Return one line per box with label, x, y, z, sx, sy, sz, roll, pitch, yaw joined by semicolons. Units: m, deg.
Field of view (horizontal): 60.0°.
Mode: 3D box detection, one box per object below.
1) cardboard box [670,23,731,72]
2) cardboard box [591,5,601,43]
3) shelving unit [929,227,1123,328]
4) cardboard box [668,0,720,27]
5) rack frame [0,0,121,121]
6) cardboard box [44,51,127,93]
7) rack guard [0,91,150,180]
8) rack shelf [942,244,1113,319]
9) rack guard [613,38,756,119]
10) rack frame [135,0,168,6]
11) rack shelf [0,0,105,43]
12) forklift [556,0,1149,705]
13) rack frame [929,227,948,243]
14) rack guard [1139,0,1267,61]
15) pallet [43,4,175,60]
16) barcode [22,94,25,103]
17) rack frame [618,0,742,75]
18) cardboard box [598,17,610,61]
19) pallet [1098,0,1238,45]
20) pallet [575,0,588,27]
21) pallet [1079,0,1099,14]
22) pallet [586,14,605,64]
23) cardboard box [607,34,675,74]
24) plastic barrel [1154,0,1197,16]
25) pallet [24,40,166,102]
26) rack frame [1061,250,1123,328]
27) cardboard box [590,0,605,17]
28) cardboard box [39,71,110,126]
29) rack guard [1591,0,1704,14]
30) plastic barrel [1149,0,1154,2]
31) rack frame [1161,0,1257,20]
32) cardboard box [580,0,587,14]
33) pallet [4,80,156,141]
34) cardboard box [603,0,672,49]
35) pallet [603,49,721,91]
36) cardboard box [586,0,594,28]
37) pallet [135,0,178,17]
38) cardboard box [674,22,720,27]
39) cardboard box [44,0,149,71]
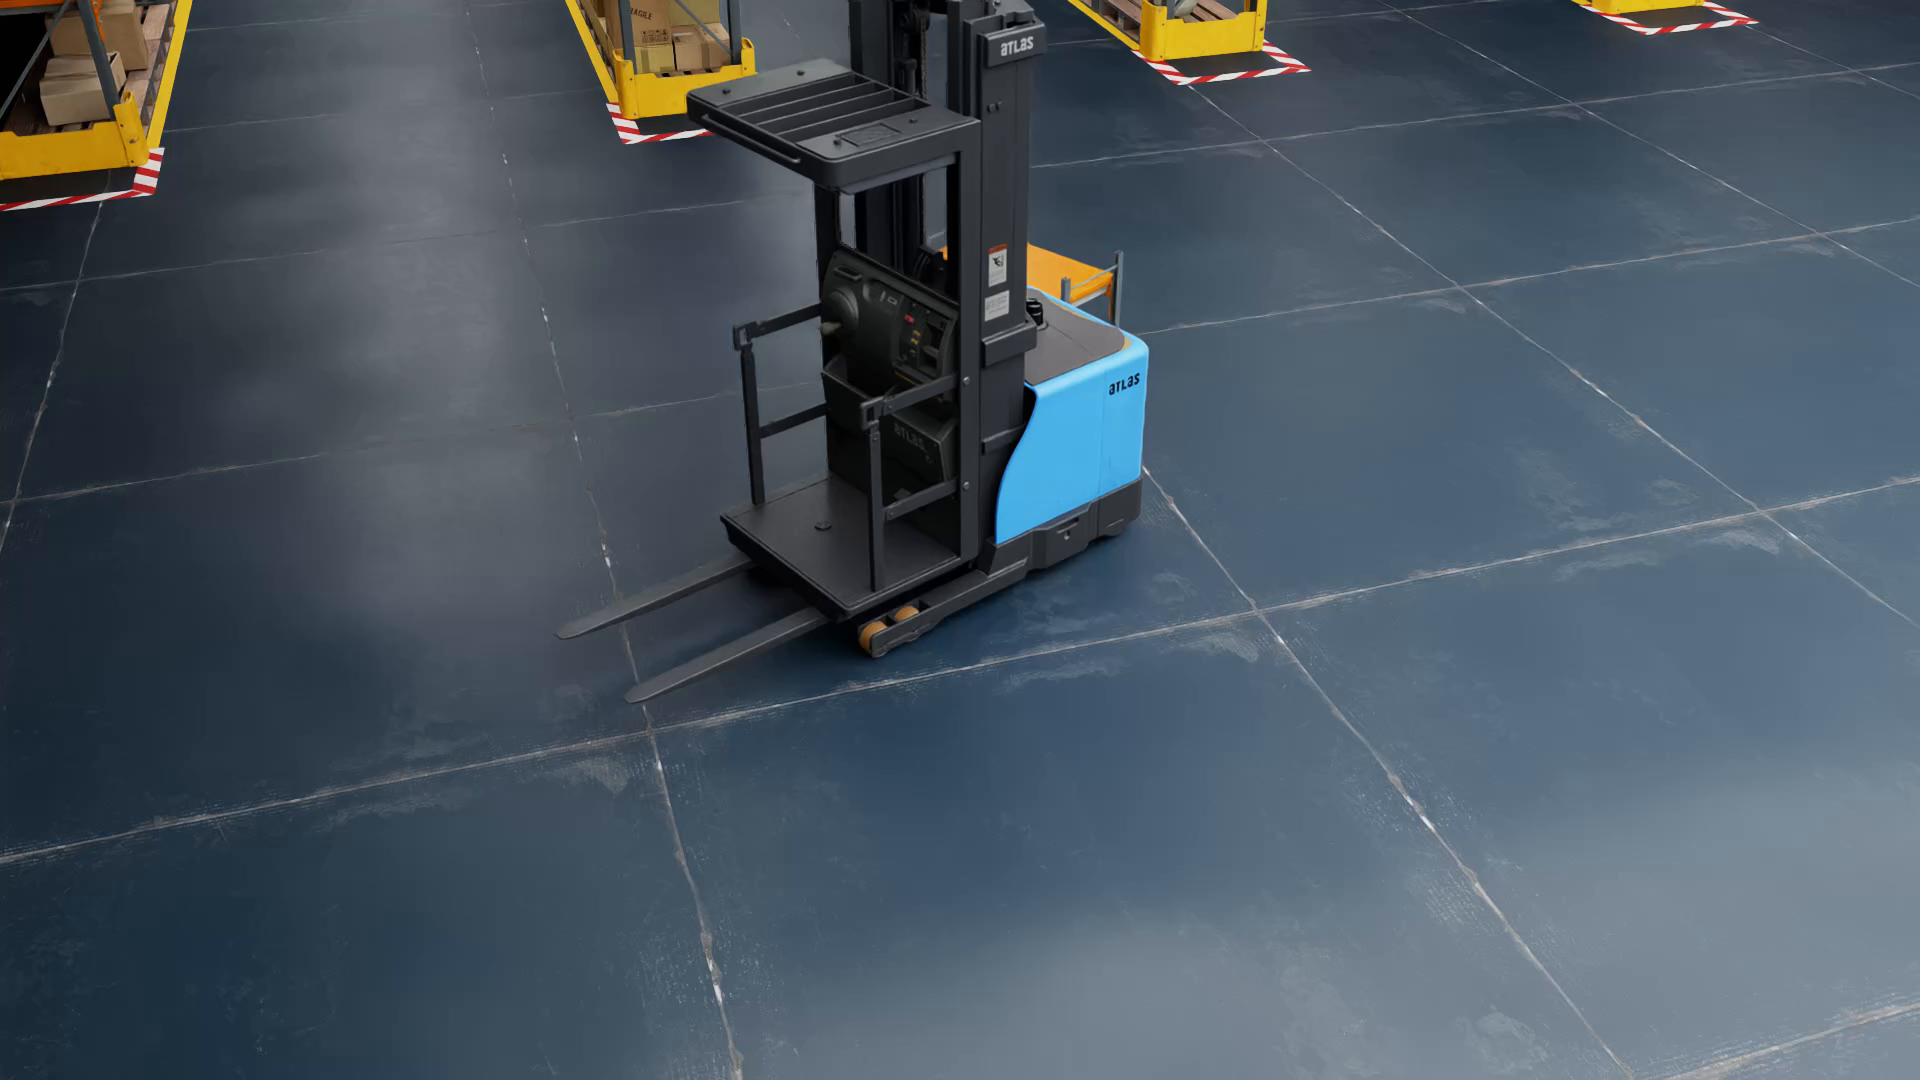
cardboard box;-2.316;-4.379;14.769;0.500;0.250;0.500;-10;35;-15
cardboard box;-3.128;-4.814;15.428;0.500;0.250;0.500;-10;35;-15
shelving unit;0.338;-1.199;9.545;1.048;1.125;0.538;27;42;34
cardboard box;-2.471;-4.954;14.959;0.500;0.500;0.500;-10;35;-15
rack frame;-7.081;-4.197;12.380;1.000;3.000;0.127;-10;35;-15
cardboard box;-7.380;-3.936;14.026;0.500;0.311;0.500;-7;34;-11
rack guard;-7.104;-3.194;13.130;1.175;0.500;0.348;-10;35;-15
rack shelf;0.338;-1.443;9.383;1.000;0.278;0.538;27;42;34
rack guard;-2.357;-3.976;14.314;1.175;0.500;0.348;-10;35;-15
rack frame;-8.301;-6.297;15.558;1.000;3.000;0.127;-10;35;-15
rack shelf;-7.691;-4.947;14.168;1.077;0.370;4.000;-10;35;-15
forklift;-0.496;-0.996;7.598;3.031;2.935;1.130;-25;41;-32
rack frame;-0.038;-1.387;9.829;0.032;1.125;0.500;27;42;34
rack guard;2.286;-4.852;15.639;1.175;0.500;0.348;-10;35;-15
pallet;-8.063;-4.787;15.802;1.003;0.211;1.213;-10;35;-15
barcode;-7.593;-3.583;13.483;0.001;0.075;0.075;-10;35;-15
rack frame;-2.364;-5.032;13.644;1.000;3.000;0.127;-10;35;-15
cardboard box;-2.973;-4.552;15.031;0.500;0.250;0.500;-10;35;-15
pallet;2.043;-5.159;16.365;1.003;0.211;1.213;-10;35;-15
pallet;-3.382;-5.544;16.948;1.003;0.211;1.213;-10;35;-15
pallet;1.675;-5.798;17.333;1.003;0.211;1.213;-10;35;-15
pallet;-3.006;-4.902;15.977;1.003;0.211;1.213;-10;35;-15
cardboard box;-2.809;-4.292;14.637;0.500;0.250;0.500;-10;35;-15
plastic barrel;2.080;-5.333;15.975;0.421;0.512;0.421;0;33;0
pallet;-7.687;-4.145;14.831;1.003;0.211;1.213;-10;35;-15
rack frame;0.715;-1.011;9.260;0.032;1.125;0.500;27;42;34
cardboard box;-3.130;-5.127;15.221;0.500;0.500;0.500;-10;35;-15
cardboard box;-7.206;-3.637;13.573;0.500;0.311;0.500;-14;36;-20
rack guard;7.048;-5.693;16.911;1.175;0.500;0.348;-10;35;-15
plastic barrel;1.928;-5.596;16.373;0.421;0.512;0.421;0;33;0
rack frame;2.354;-5.863;14.901;1.000;3.000;0.127;-10;35;-15
cardboard box;-3.437;-5.339;16.221;0.500;0.250;0.500;-10;35;-15
pallet;-7.318;-3.506;13.864;1.003;0.211;1.213;-10;35;-15
cardboard box;-2.811;-4.604;14.430;0.500;0.500;0.500;-10;35;-15
pallet;-2.638;-4.263;15.009;1.003;0.211;1.213;-10;35;-15
cardboard box;-3.278;-5.077;15.826;0.500;0.250;0.500;-10;35;-15
pallet;-8.540;-5.542;16.945;1.003;0.211;1.213;-10;35;-15
cardboard box;-2.472;-4.641;15.165;0.500;0.250;0.500;-10;35;-15
cardboard box;-7.556;-4.409;14.569;0.700;0.500;0.500;-12;35;-18
